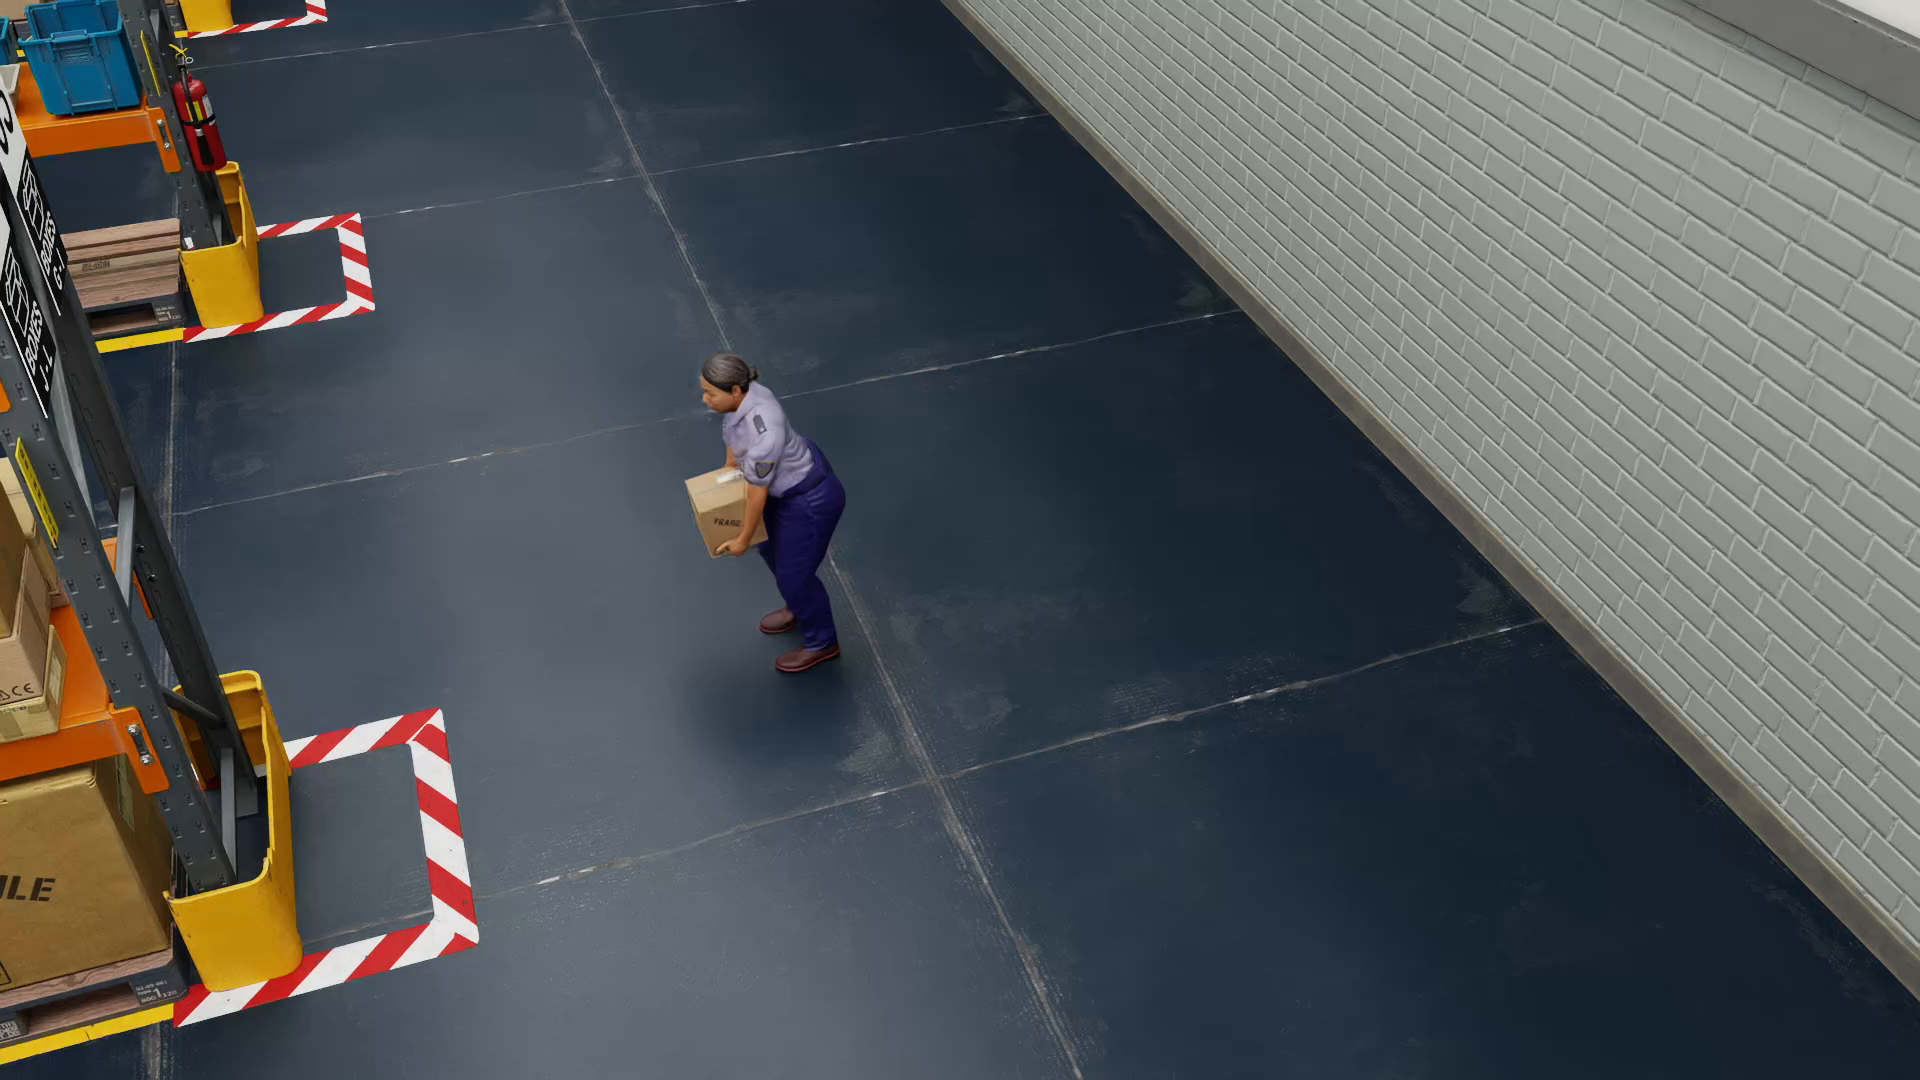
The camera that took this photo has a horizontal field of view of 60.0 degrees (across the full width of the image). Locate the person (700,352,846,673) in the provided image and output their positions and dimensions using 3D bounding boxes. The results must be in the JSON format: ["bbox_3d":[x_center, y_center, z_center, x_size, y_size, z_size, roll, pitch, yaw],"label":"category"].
[{"bbox_3d":[-0.803,-0.142,7.039,0.542,1.582,0.437,-13,40,-16],"label":"person"}]
